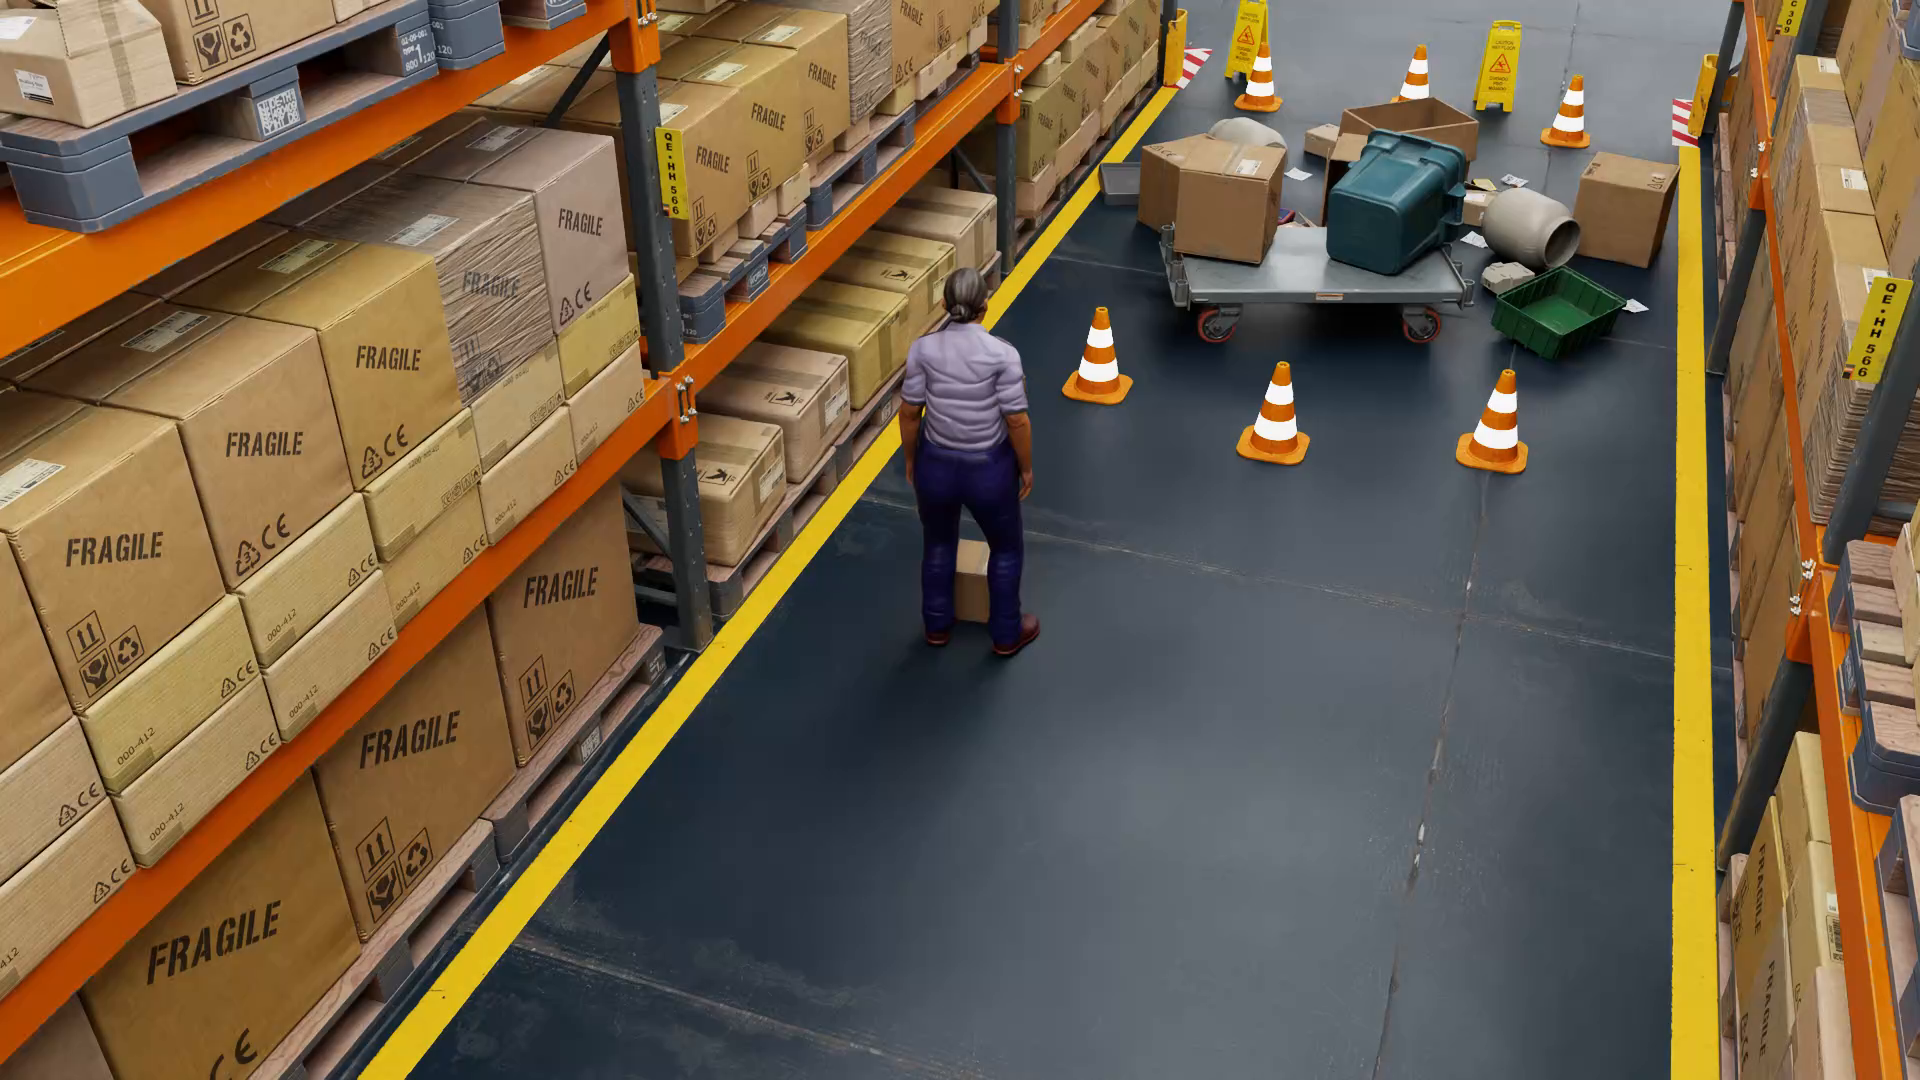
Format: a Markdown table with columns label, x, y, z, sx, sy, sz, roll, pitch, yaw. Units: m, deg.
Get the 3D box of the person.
| label | x | y | z | sx | sy | sz | roll | pitch | yaw |
| --- | --- | --- | --- | --- | --- | --- | --- | --- | --- |
| person | 0.042 | -0.277 | 6.568 | 0.557 | 1.650 | 0.372 | 8 | 34 | 12 |
